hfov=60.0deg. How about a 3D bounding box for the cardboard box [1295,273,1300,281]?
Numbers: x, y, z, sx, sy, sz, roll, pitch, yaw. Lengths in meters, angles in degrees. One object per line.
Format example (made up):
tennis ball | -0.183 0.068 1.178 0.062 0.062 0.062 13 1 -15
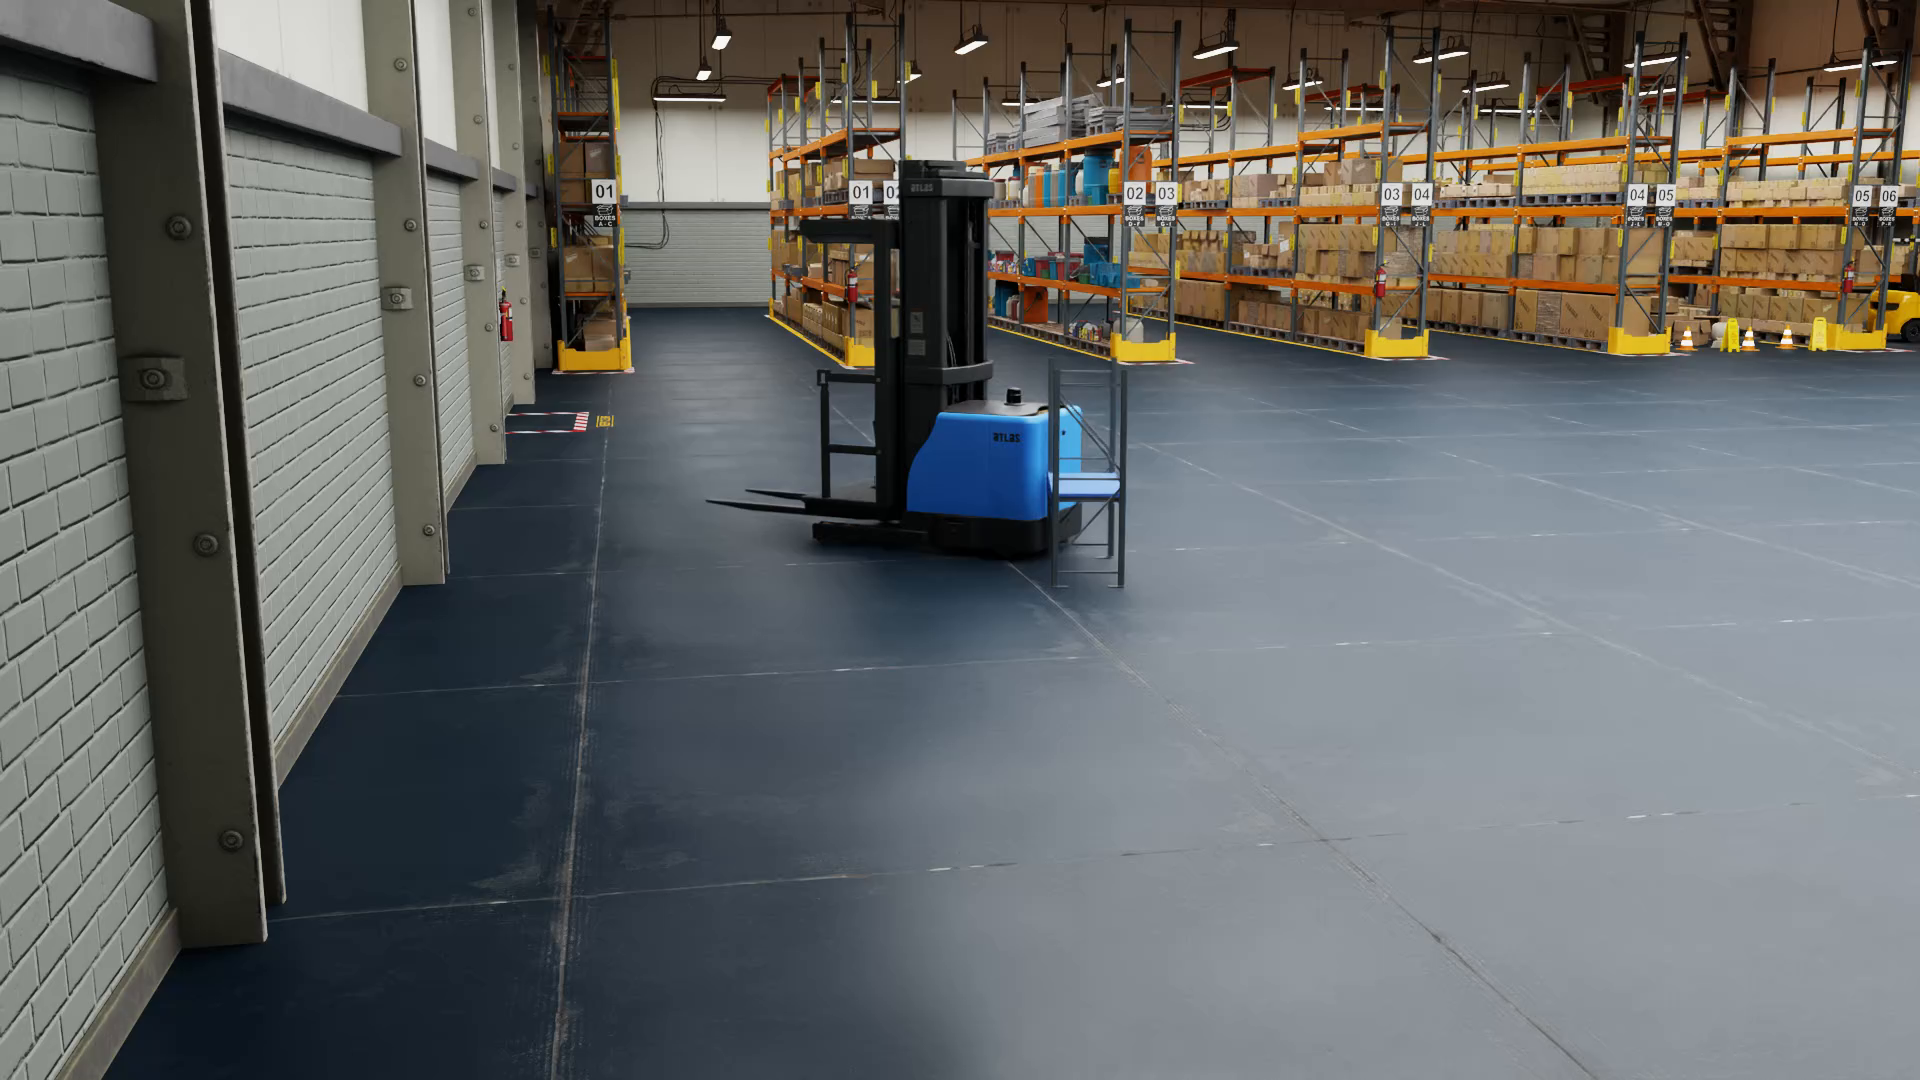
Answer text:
cardboard box | 7.240 -5.504 34.763 0.380 0.149 0.250 -2 11 -11

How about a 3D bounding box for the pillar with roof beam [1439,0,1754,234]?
pillar with roof beam | 17.052 -10.638 45.019 9.100 9.000 0.548 -2 11 -11

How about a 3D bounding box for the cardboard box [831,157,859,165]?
cardboard box | -2.306 -7.407 33.342 0.500 0.500 0.500 -2 11 -10

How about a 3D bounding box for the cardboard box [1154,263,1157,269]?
cardboard box | 5.356 -7.254 43.960 0.380 0.149 0.250 -2 11 -10

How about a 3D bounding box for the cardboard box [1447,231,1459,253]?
cardboard box | 11.778 -6.938 38.685 0.700 0.500 0.500 -2 11 -12

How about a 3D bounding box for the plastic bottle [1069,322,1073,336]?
plastic bottle | 2.267 -4.299 33.881 0.097 0.271 0.097 0 11 0

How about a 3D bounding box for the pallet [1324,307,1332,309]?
pallet | 10.416 -6.283 45.643 1.003 0.211 1.213 -2 11 -11

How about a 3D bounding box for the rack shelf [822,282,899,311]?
rack shelf | -1.835 -4.598 31.256 1.077 0.370 4.000 -2 11 -11

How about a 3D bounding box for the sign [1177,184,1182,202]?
sign | 3.953 -6.261 30.024 0.100 0.325 0.005 -2 11 -11

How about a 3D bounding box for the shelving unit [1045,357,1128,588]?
shelving unit | 0.893 -0.506 11.845 0.538 1.500 1.048 0 11 1

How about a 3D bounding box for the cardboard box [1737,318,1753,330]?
cardboard box | 17.179 -4.678 35.984 0.500 0.250 0.500 -1 11 -8

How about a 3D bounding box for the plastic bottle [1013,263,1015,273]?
plastic bottle | 1.273 -6.327 38.758 0.097 0.271 0.097 0 11 0

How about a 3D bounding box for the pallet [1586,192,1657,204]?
pallet | 13.002 -6.672 32.441 1.003 0.211 1.213 -2 11 -11

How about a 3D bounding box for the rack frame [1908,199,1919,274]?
rack frame | 22.082 -6.219 37.850 1.000 3.000 0.127 -2 11 -11

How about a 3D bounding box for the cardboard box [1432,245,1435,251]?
cardboard box | 11.646 -7.089 40.379 0.380 0.149 0.250 -2 11 -13

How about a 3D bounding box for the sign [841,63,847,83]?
sign | -1.981 -8.012 28.515 0.100 0.325 0.005 -2 11 -11

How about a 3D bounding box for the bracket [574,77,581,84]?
bracket | -10.361 -12.454 44.936 0.235 0.232 0.430 -2 11 -11

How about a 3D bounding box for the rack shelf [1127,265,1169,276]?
rack shelf | 5.548 -7.158 44.708 1.077 0.370 4.000 -2 11 -11

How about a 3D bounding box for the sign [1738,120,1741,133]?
sign | 21.070 -11.192 45.007 0.100 0.325 0.005 -2 11 -11

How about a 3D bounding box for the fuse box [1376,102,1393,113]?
fuse box | 13.518 -13.777 52.956 0.513 0.334 0.176 -2 11 -11

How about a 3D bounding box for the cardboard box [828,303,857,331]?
cardboard box | -2.247 -4.262 31.793 0.500 0.500 0.500 -2 11 -11

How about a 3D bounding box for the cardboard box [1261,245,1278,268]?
cardboard box | 7.066 -6.249 36.608 0.797 0.503 0.637 -1 11 -5

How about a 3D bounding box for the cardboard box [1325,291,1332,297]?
cardboard box | 10.172 -6.697 45.271 0.380 0.149 0.250 -3 11 -13

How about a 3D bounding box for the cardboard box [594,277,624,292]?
cardboard box | -6.088 -4.441 28.854 0.500 0.250 0.500 -2 11 -13

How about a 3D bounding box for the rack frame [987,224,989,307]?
rack frame | 0.301 -7.699 45.622 1.000 3.000 0.127 -2 11 -11

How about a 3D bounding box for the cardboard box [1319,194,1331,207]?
cardboard box | 7.524 -6.797 33.266 0.500 0.250 0.500 -3 11 -13

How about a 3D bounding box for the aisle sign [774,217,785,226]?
aisle sign | -4.860 -8.798 44.445 0.394 0.787 0.004 -2 11 -11

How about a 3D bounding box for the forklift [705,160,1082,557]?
forklift | -0.596 -1.480 13.135 3.031 2.935 1.130 5 12 25

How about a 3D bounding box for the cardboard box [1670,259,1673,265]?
cardboard box | 16.709 -6.445 38.585 0.380 0.149 0.250 -3 11 -13

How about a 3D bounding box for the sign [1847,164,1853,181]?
sign | 17.444 -7.197 32.594 0.100 0.325 0.005 -2 11 -11

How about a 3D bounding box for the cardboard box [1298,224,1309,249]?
cardboard box | 7.332 -6.272 34.392 0.500 0.500 0.500 -2 11 -11

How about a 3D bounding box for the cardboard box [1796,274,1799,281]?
cardboard box | 17.531 -5.430 34.377 0.380 0.149 0.250 -2 11 -10

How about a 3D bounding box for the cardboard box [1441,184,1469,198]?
cardboard box | 11.525 -8.118 38.649 0.500 0.311 0.500 -2 11 -11

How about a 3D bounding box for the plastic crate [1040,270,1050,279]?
plastic crate | 2.019 -5.703 35.702 0.450 0.188 0.662 -2 11 -11

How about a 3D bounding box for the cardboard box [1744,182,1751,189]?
cardboard box | 17.077 -7.615 35.699 0.380 0.149 0.250 -2 11 -13

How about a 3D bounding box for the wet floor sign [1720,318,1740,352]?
wet floor sign | 15.104 -4.016 32.571 0.267 0.644 0.232 -4 12 -21

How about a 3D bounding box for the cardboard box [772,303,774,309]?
cardboard box | -4.814 -6.245 44.435 0.380 0.149 0.250 -2 11 -11

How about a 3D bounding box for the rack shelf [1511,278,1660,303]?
rack shelf | 12.767 -5.119 33.995 1.077 0.370 4.000 -2 11 -11

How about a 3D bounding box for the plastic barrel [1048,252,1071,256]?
plastic barrel | 2.244 -6.224 37.511 0.600 0.536 0.708 -2 11 -11

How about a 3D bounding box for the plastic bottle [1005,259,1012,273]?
plastic bottle | 1.148 -6.506 39.488 0.144 0.351 0.185 -2 11 -11

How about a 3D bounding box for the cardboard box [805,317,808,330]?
cardboard box | -3.090 -4.708 36.143 0.500 0.250 0.500 -2 11 -13

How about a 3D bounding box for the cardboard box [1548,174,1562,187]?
cardboard box | 12.397 -7.356 34.015 0.500 0.250 0.500 -2 11 -12

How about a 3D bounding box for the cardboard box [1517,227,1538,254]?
cardboard box | 12.416 -6.375 35.378 0.875 0.550 0.550 -2 11 -11

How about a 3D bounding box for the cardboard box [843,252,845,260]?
cardboard box | -1.961 -5.253 30.770 0.380 0.149 0.250 -2 11 -9

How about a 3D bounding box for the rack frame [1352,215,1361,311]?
rack frame | 10.822 -7.307 43.564 1.000 3.000 0.127 -2 11 -11

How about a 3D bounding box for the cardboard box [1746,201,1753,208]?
cardboard box | 17.187 -7.231 35.813 0.380 0.149 0.250 -2 11 -11

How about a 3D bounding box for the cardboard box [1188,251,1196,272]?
cardboard box | 5.977 -6.917 41.247 0.500 0.500 0.500 -2 11 -12

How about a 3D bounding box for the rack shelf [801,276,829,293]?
rack shelf | -2.613 -5.332 35.110 1.077 0.370 4.000 -2 11 -11

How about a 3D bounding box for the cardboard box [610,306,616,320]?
cardboard box | -7.670 -4.729 35.529 0.700 0.500 0.500 -2 11 -10

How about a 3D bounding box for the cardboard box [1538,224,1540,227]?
cardboard box | 15.786 -8.478 45.041 0.380 0.149 0.250 -2 11 -10

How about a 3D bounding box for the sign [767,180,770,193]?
sign | -5.091 -9.402 44.213 0.100 0.325 0.005 -2 11 -11

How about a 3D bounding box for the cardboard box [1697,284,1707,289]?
cardboard box | 20.335 -6.908 45.296 0.380 0.149 0.250 -2 11 -8

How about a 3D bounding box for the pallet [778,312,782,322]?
pallet | -4.154 -5.766 42.925 1.003 0.211 1.213 -2 11 -11

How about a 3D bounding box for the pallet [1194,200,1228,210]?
pallet | 6.318 -8.113 40.284 1.003 0.211 1.213 -2 11 -8

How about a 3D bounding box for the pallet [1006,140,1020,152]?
pallet | 1.747 -9.023 38.108 1.213 0.211 1.003 -2 11 -11
